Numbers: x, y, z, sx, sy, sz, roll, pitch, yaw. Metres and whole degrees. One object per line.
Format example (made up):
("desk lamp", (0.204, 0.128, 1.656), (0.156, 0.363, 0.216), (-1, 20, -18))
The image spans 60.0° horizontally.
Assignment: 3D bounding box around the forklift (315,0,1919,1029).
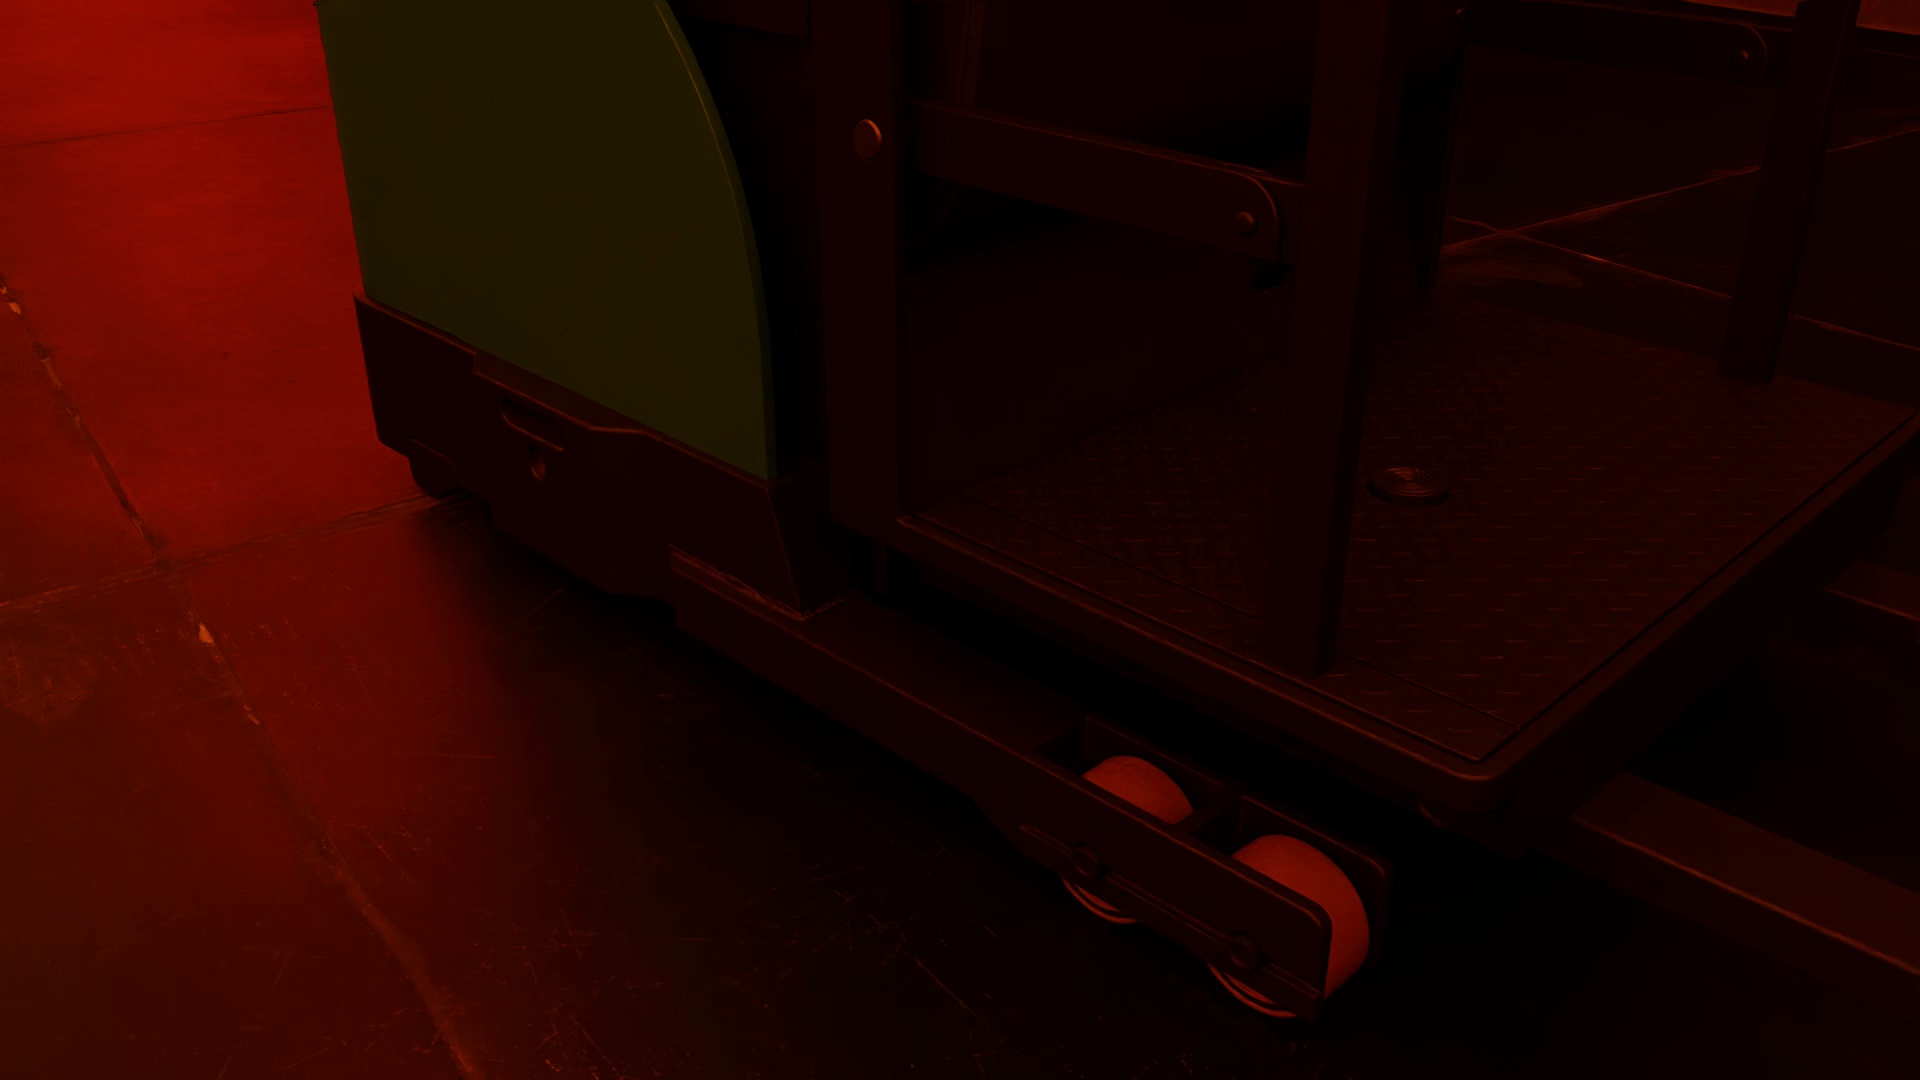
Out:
("forklift", (0.457, -1.119, 1.462), (3.031, 2.935, 1.130), (24, 35, 39))
